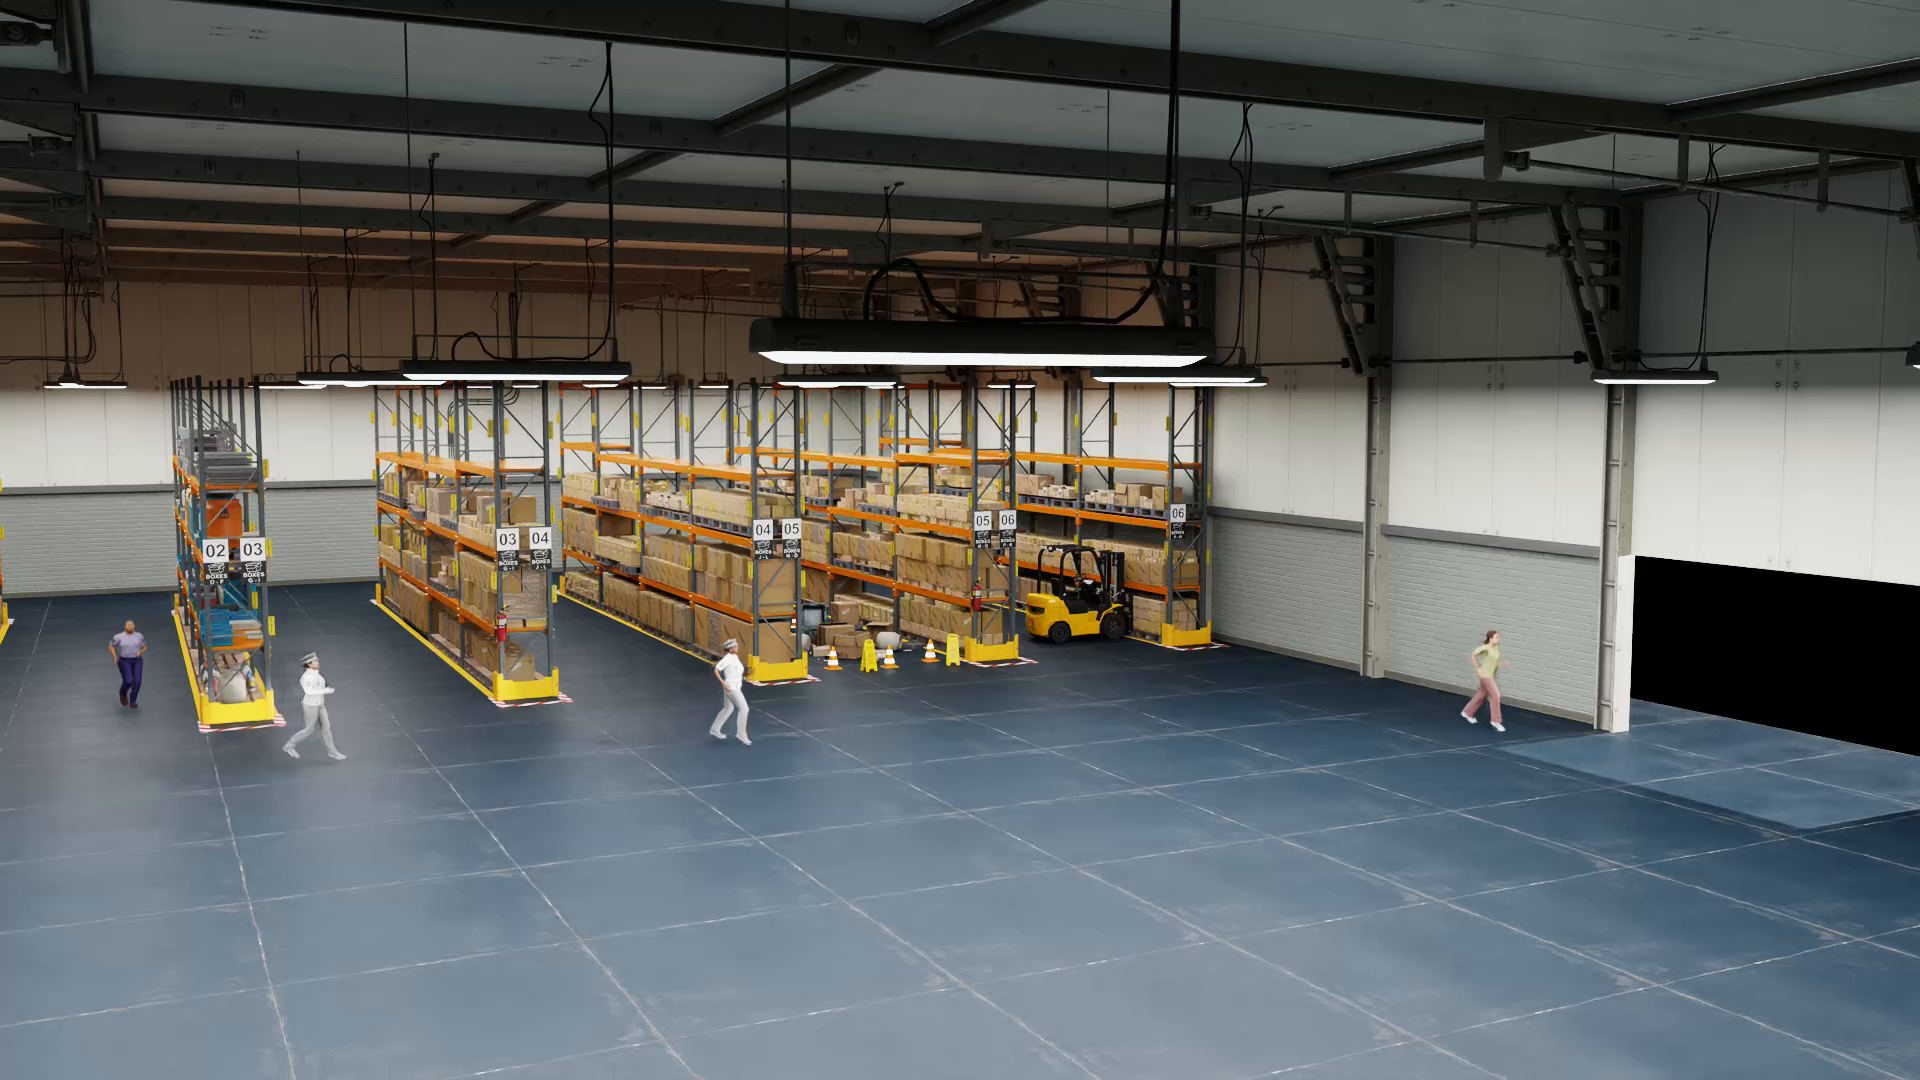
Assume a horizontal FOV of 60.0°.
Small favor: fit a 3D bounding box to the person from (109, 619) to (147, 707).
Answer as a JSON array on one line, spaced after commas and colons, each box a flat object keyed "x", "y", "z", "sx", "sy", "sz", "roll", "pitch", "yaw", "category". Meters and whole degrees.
[{"x": -14.999, "y": 2.249, "z": 30.075, "sx": 0.592, "sy": 1.597, "sz": 0.583, "roll": -5, "pitch": 7, "yaw": -41, "category": "person"}]

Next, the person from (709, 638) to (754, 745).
[{"x": -3.725, "y": 2.469, "z": 27.132, "sx": 0.755, "sy": 1.758, "sz": 0.546, "roll": 0, "pitch": 5, "yaw": -1, "category": "person"}]

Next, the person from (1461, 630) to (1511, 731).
[{"x": 8.971, "y": 2.373, "z": 28.395, "sx": 0.856, "sy": 1.706, "sz": 0.507, "roll": 4, "pitch": 7, "yaw": 39, "category": "person"}]

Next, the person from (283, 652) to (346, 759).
[{"x": -9.992, "y": 2.576, "z": 25.682, "sx": 0.920, "sy": 1.697, "sz": 0.612, "roll": -1, "pitch": 5, "yaw": -6, "category": "person"}]
